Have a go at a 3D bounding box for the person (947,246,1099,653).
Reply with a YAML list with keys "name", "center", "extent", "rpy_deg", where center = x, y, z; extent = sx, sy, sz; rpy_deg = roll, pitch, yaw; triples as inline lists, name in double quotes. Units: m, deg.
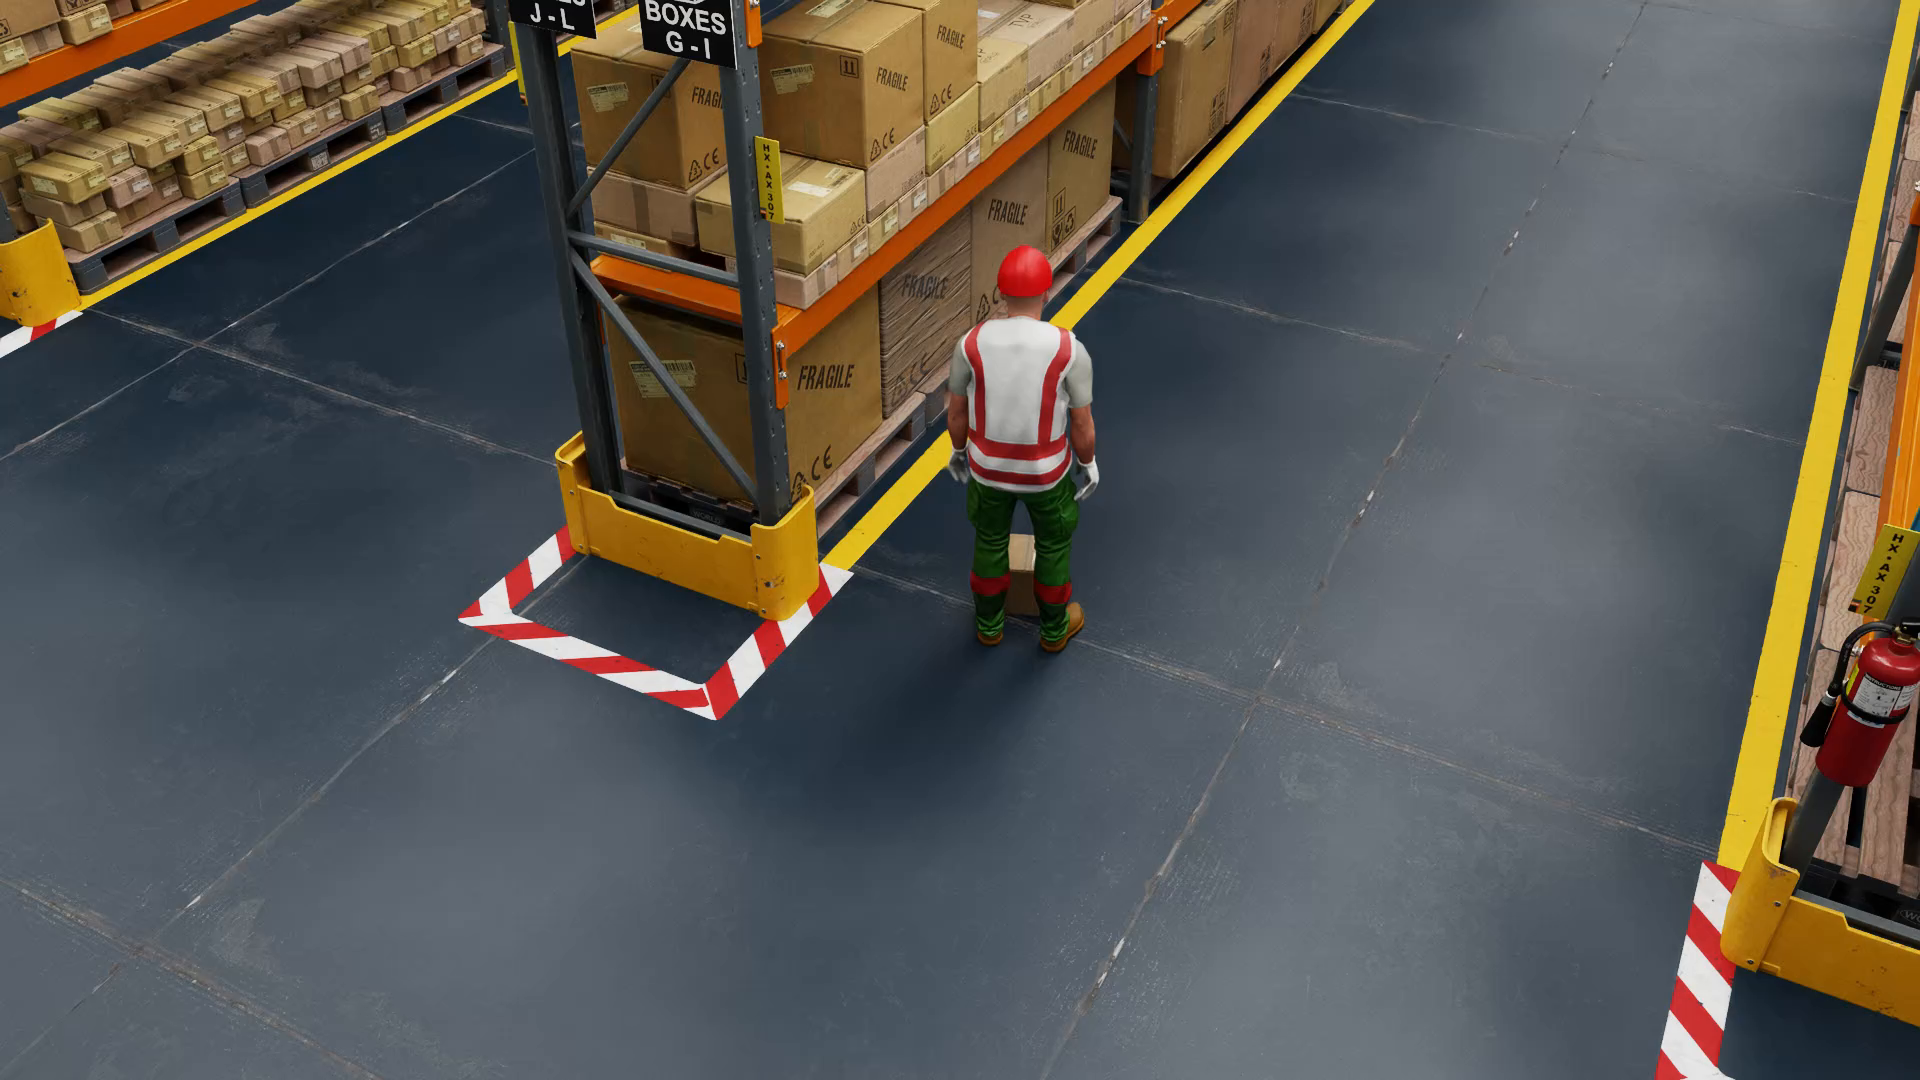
- name: "person"
  center: [0.249, -0.313, 6.547]
  extent: [0.604, 1.778, 0.453]
  rpy_deg: [8, 38, 10]
